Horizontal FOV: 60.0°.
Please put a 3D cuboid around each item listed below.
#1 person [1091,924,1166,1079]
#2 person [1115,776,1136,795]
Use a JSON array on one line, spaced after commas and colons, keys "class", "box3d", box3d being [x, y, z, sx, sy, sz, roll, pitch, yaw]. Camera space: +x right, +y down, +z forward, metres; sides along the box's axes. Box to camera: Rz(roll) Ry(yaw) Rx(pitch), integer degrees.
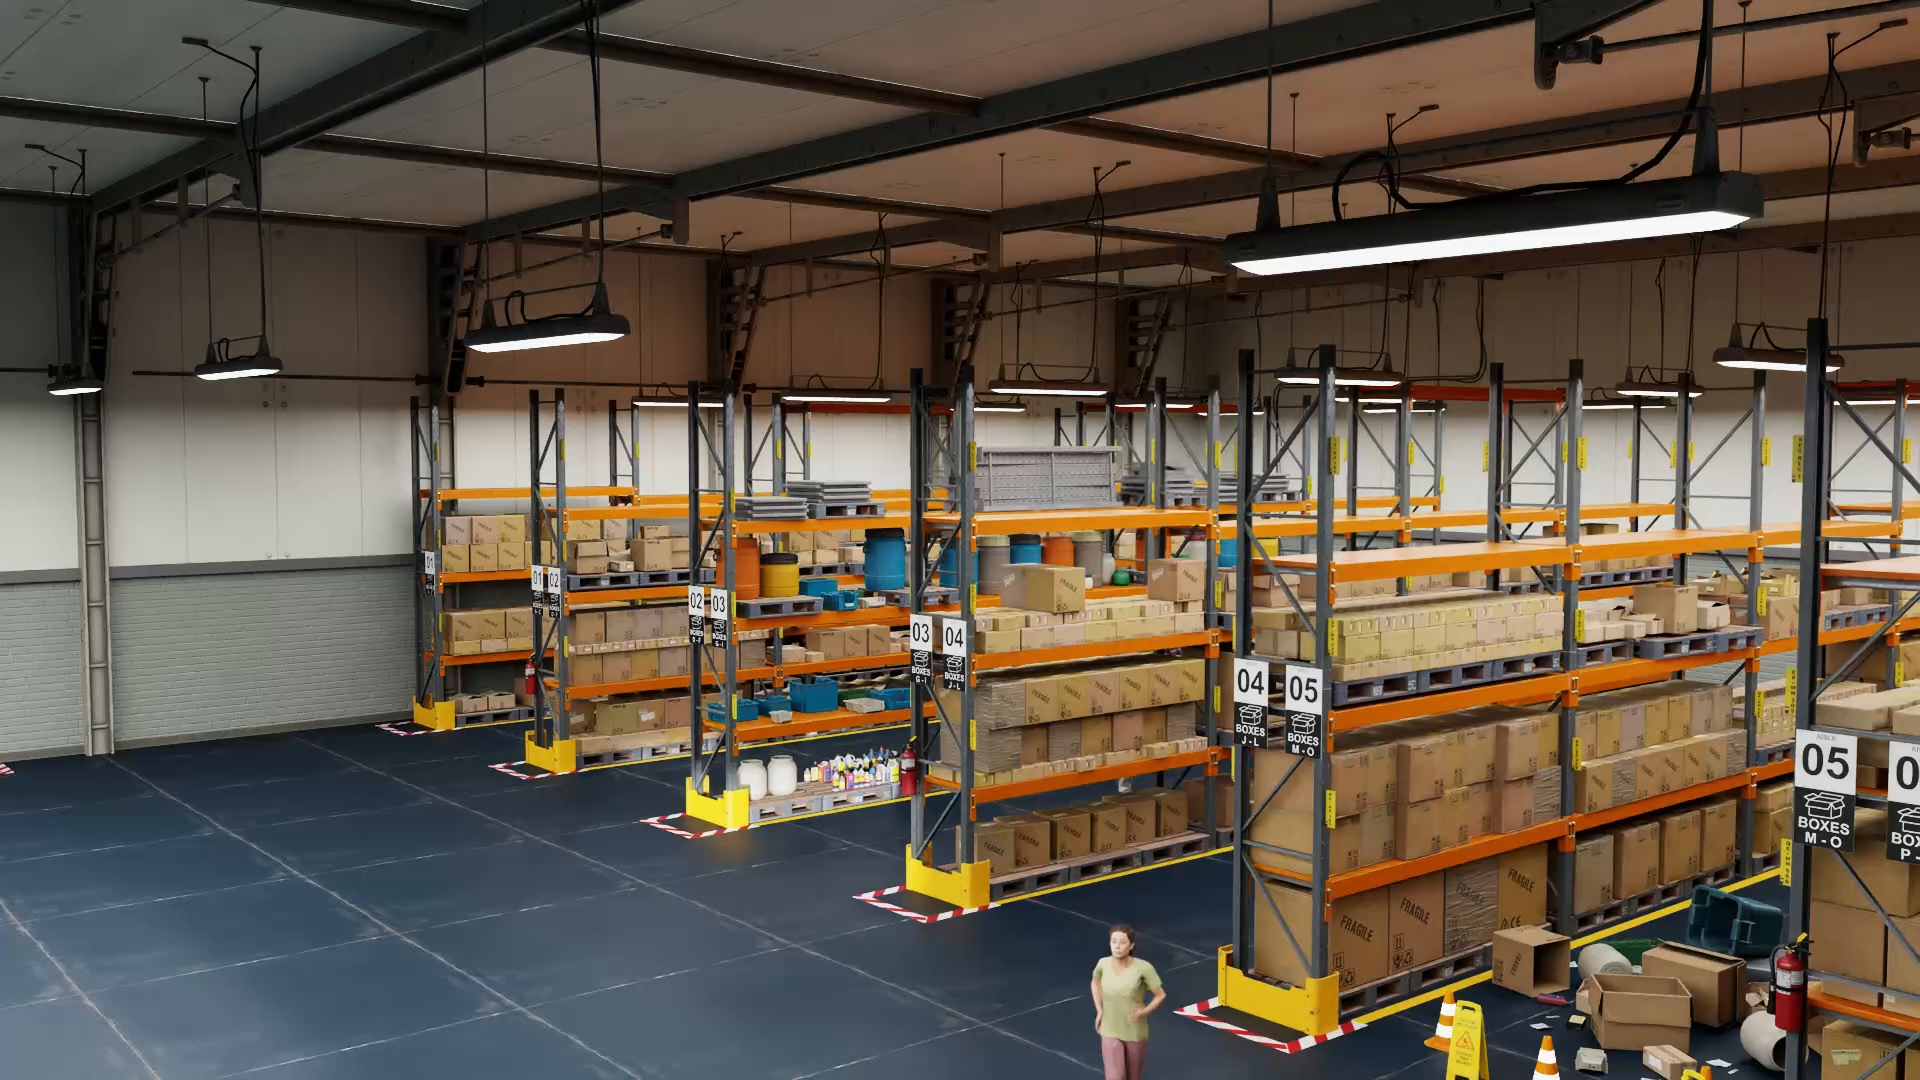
[{"class": "person", "box3d": [1.216, 3.621, 12.139, 0.569, 1.673, 0.851, 1, 3, 13]}, {"class": "person", "box3d": [2.365, 2.910, 23.470, 0.672, 1.745, 0.645, 2, 4, 34]}]
